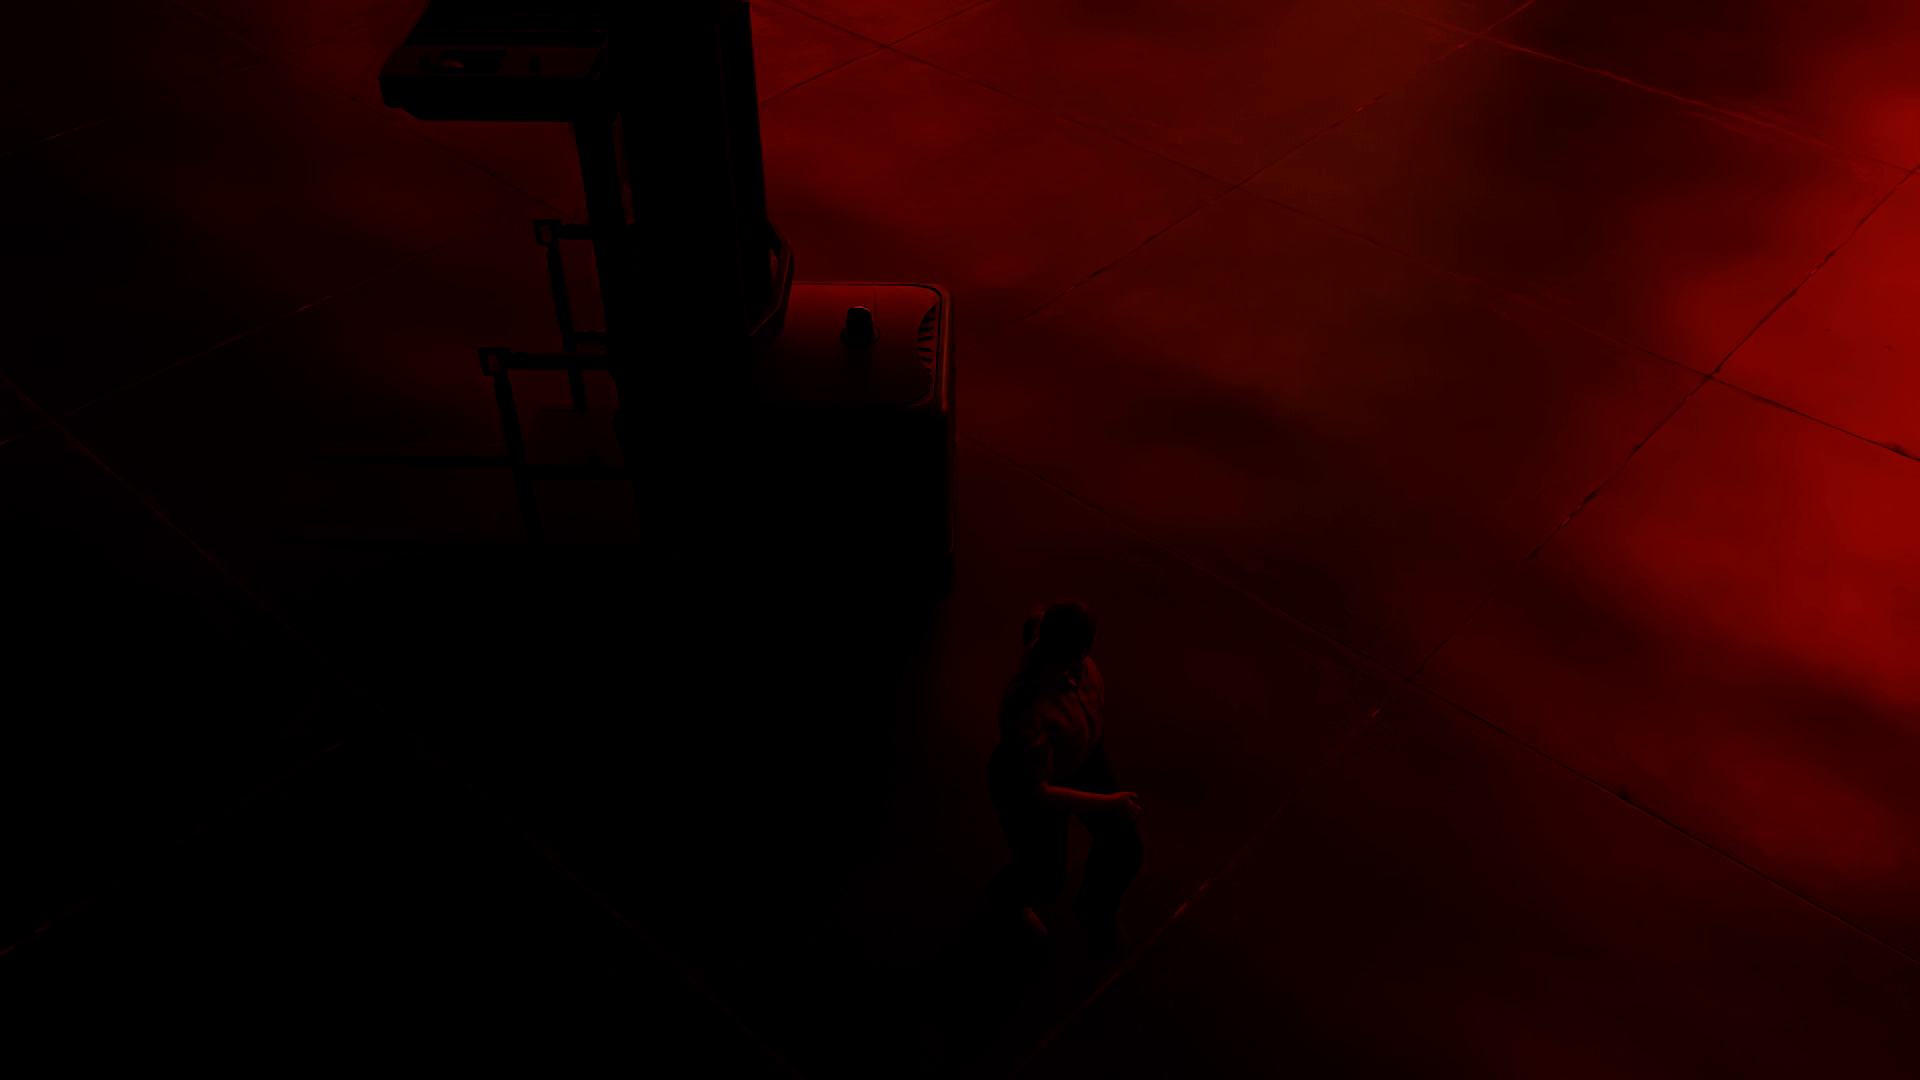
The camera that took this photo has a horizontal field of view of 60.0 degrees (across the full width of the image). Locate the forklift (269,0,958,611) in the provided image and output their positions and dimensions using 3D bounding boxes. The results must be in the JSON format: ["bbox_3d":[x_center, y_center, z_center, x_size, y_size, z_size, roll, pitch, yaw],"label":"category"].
[{"bbox_3d":[-1.535,-1.146,6.764,3.031,2.935,1.130,1,41,1],"label":"forklift"}]

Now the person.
[{"bbox_3d":[0.298,0.815,5.578,0.736,1.631,0.569,32,50,32],"label":"person"}]
